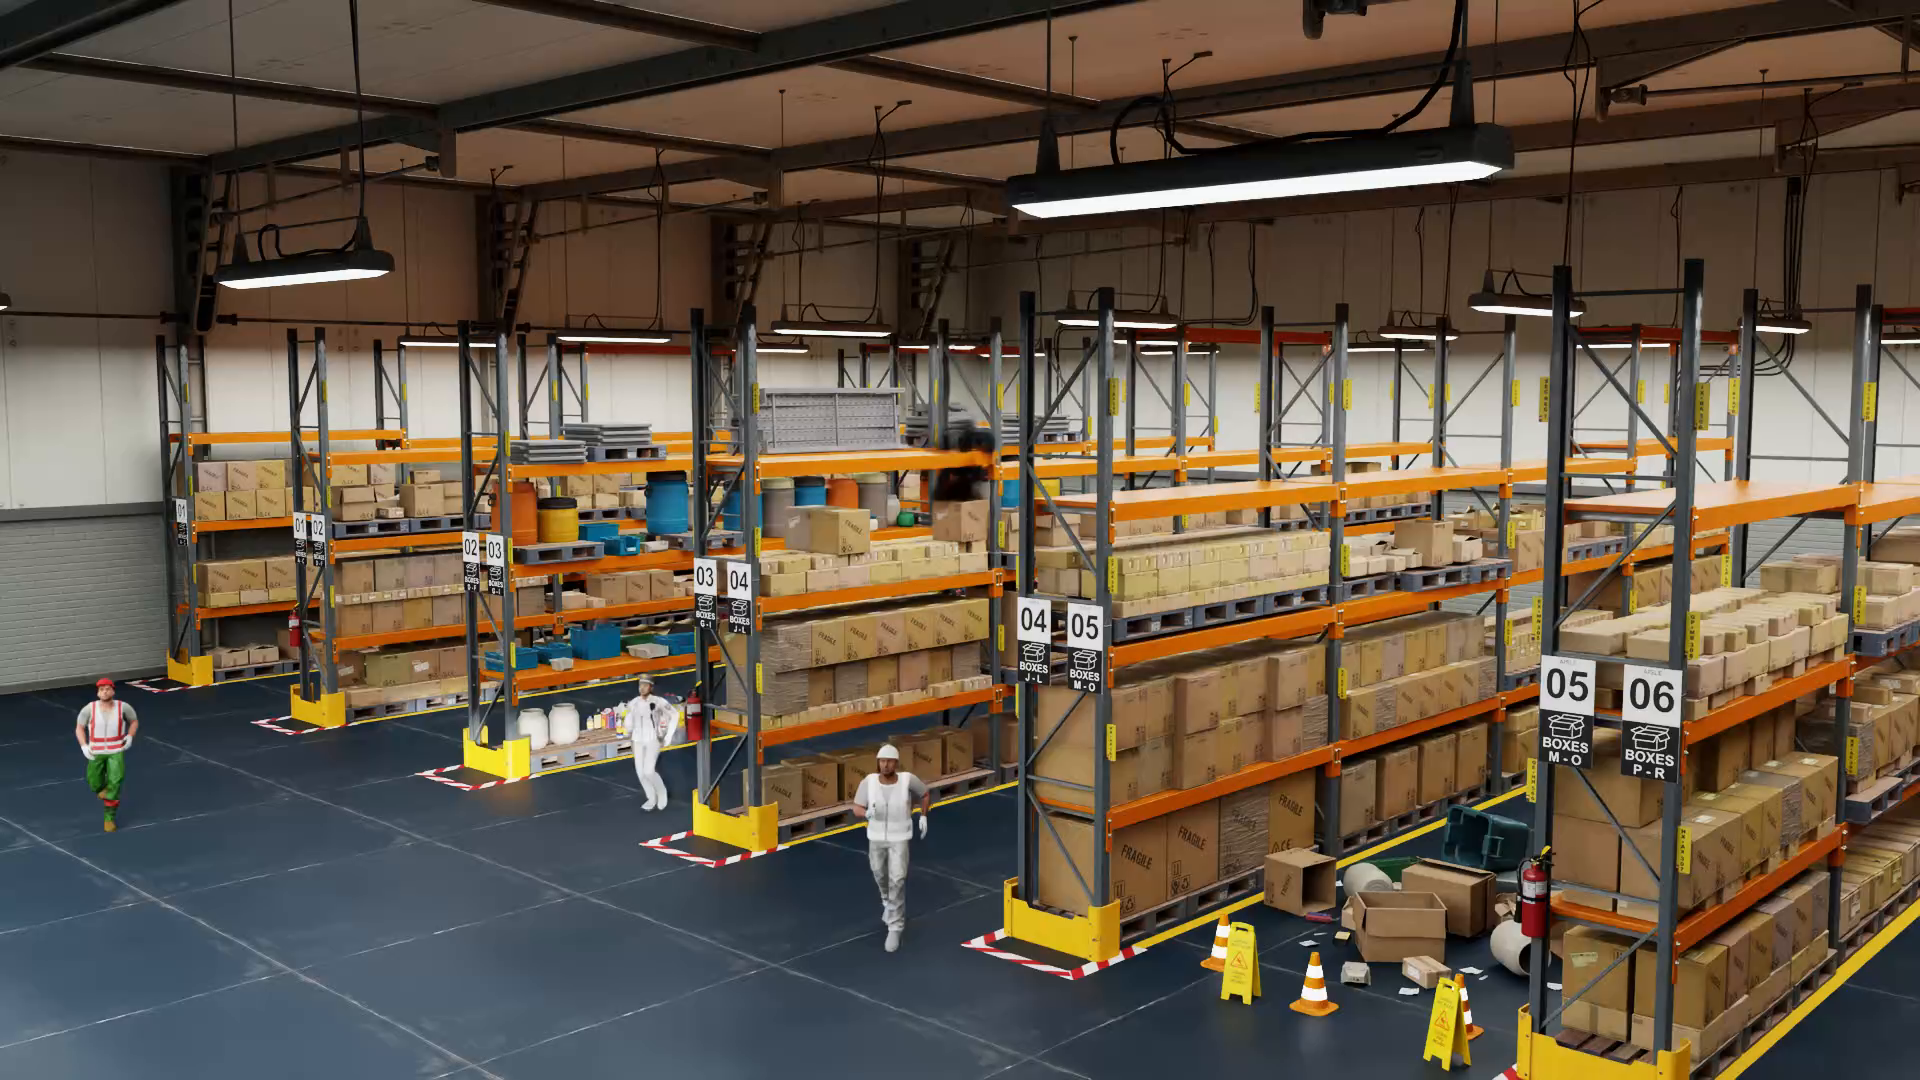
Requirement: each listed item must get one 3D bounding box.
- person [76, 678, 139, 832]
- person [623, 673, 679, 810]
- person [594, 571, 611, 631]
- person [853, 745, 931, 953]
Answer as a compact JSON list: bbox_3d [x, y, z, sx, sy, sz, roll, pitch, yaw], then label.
[{"bbox_3d":[-9.999,2.484,19.519,0.654,1.740,0.868,-2,6,-21],"label":"person"},{"bbox_3d":[-3.762,2.439,19.972,0.616,1.678,0.612,2,6,18],"label":"person"},{"bbox_3d":[-6.763,1.400,31.404,0.639,1.629,0.523,4,7,36],"label":"person"},{"bbox_3d":[-0.650,2.807,15.507,0.681,1.821,0.916,1,5,11],"label":"person"}]
